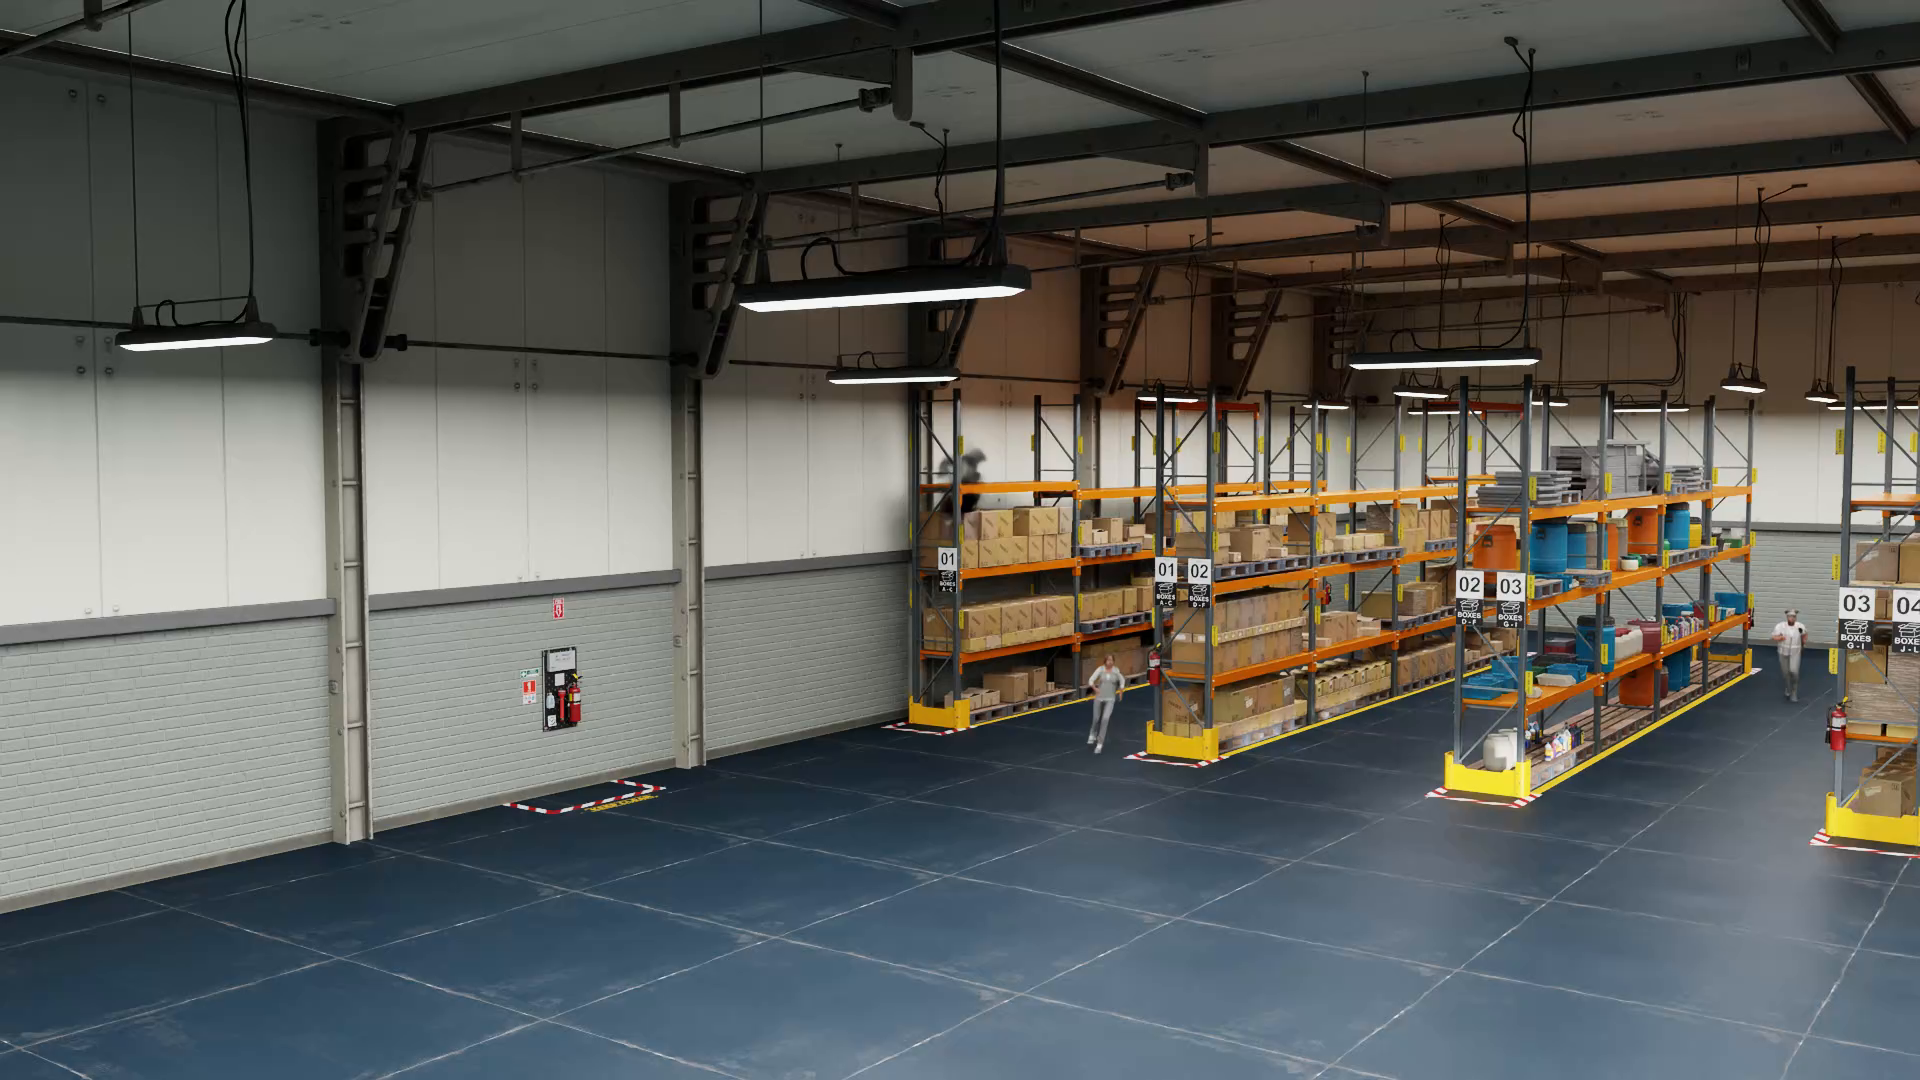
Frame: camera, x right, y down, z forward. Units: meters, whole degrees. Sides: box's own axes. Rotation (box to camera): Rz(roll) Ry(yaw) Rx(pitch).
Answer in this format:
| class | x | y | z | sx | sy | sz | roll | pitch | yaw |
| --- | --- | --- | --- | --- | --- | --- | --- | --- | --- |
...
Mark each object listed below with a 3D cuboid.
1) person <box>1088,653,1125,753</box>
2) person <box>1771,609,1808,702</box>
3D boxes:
| class | x | y | z | sx | sy | sz | roll | pitch | yaw |
| --- | --- | --- | --- | --- | --- | --- | --- | --- | --- |
| person | 2.391 | 2.661 | 27.321 | 0.609 | 1.567 | 0.816 | 0 | 3 | 7 |
| person | 16.308 | 2.272 | 32.722 | 0.626 | 1.856 | 0.801 | 2 | 4 | 30 |
